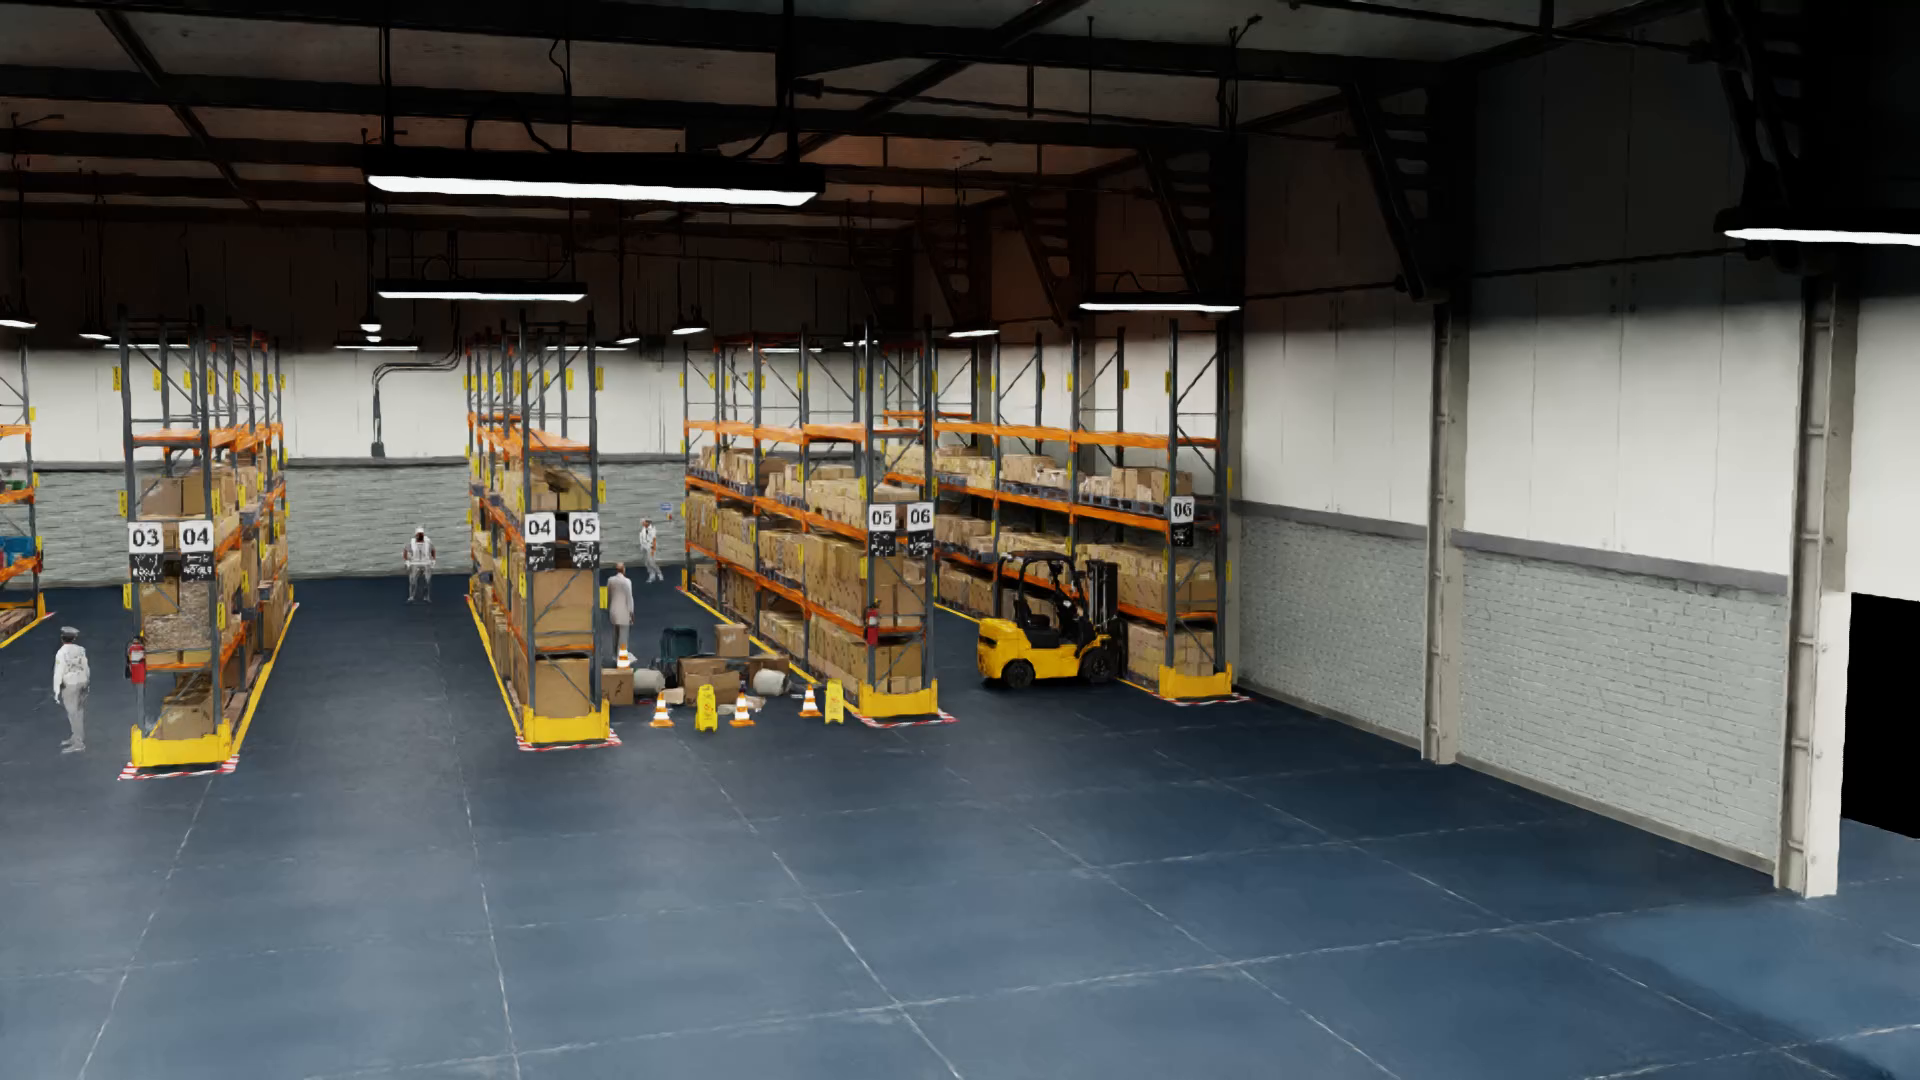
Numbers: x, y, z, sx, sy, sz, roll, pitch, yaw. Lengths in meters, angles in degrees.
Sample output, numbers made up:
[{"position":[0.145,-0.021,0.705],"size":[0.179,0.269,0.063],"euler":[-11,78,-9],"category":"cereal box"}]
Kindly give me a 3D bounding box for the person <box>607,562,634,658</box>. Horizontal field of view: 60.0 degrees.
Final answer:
[{"position":[-6.076,1.336,29.771],"size":[0.638,1.501,0.377],"euler":[4,7,39],"category":"person"}]

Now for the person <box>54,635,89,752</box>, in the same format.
[{"position":[-12.115,2.019,22.655],"size":[0.544,1.652,0.572],"euler":[1,6,12],"category":"person"}]

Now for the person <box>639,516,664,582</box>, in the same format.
[{"position":[-7.715,0.229,41.552],"size":[0.642,1.655,0.469],"euler":[4,7,39],"category":"person"}]

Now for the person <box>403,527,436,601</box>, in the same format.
[{"position":[-12.313,0.551,37.916],"size":[0.702,1.735,0.549],"euler":[-2,6,-20],"category":"person"}]
